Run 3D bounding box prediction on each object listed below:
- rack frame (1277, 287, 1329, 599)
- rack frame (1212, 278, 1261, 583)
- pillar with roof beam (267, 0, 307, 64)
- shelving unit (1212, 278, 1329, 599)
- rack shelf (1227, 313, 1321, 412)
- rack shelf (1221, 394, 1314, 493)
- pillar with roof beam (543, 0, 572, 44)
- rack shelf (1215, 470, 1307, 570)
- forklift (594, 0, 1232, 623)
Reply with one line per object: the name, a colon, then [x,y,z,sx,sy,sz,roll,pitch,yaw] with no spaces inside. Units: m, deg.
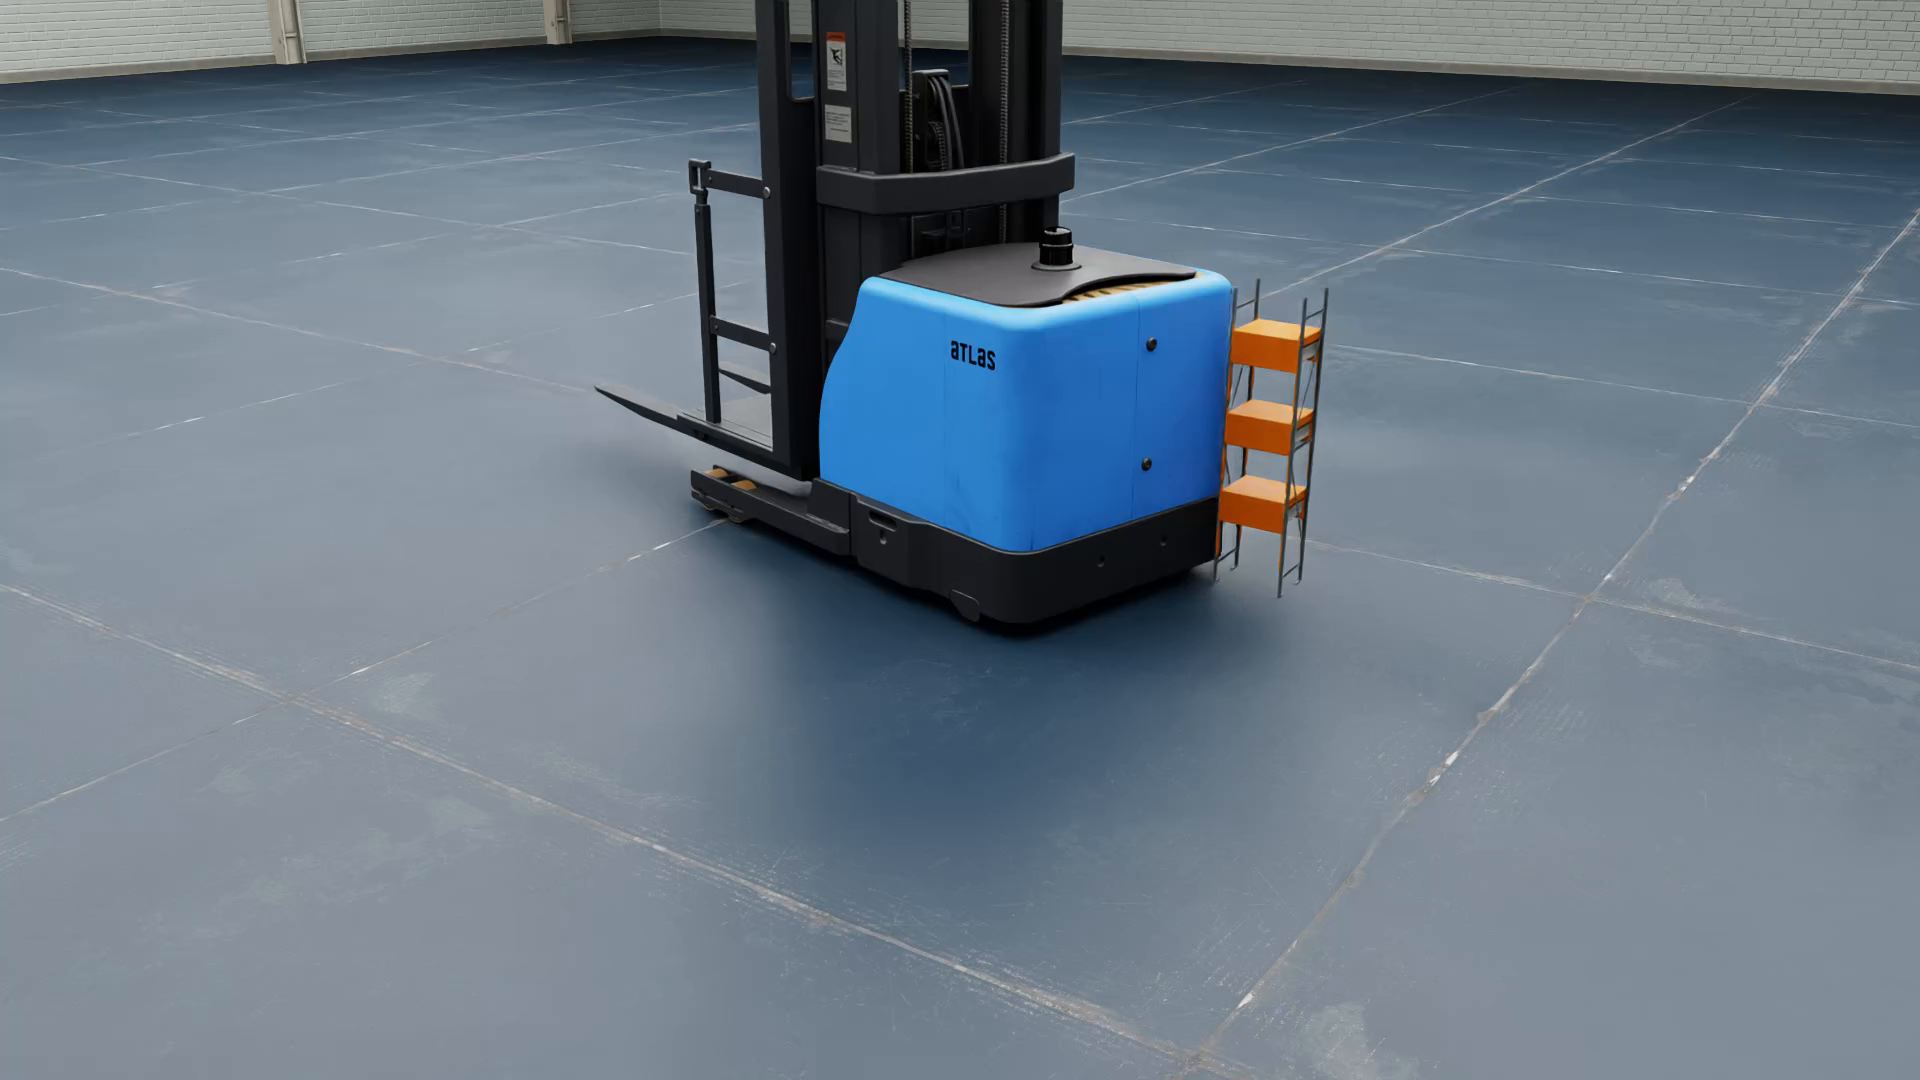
rack frame: [1.155,-0.316,5.605,0.008,1.050,0.200,14,25,31]
rack frame: [0.951,-0.367,5.730,0.008,1.050,0.200,14,25,31]
pillar with roof beam: [-7.641,-11.363,24.013,9.100,9.000,0.400,13,24,32]
shelving unit: [1.053,-0.342,5.668,0.252,1.050,0.215,14,25,31]
rack shelf: [1.057,-0.597,5.569,0.240,0.259,0.215,14,25,31]
rack shelf: [1.053,-0.332,5.671,0.240,0.259,0.215,14,25,31]
pillar with roof beam: [-4.268,-13.085,28.667,9.100,9.000,0.400,13,24,32]
rack shelf: [1.049,-0.073,5.771,0.240,0.259,0.215,14,25,31]
forklift: [-0.411,-1.540,6.203,1.130,2.935,3.031,-17,26,-38]
